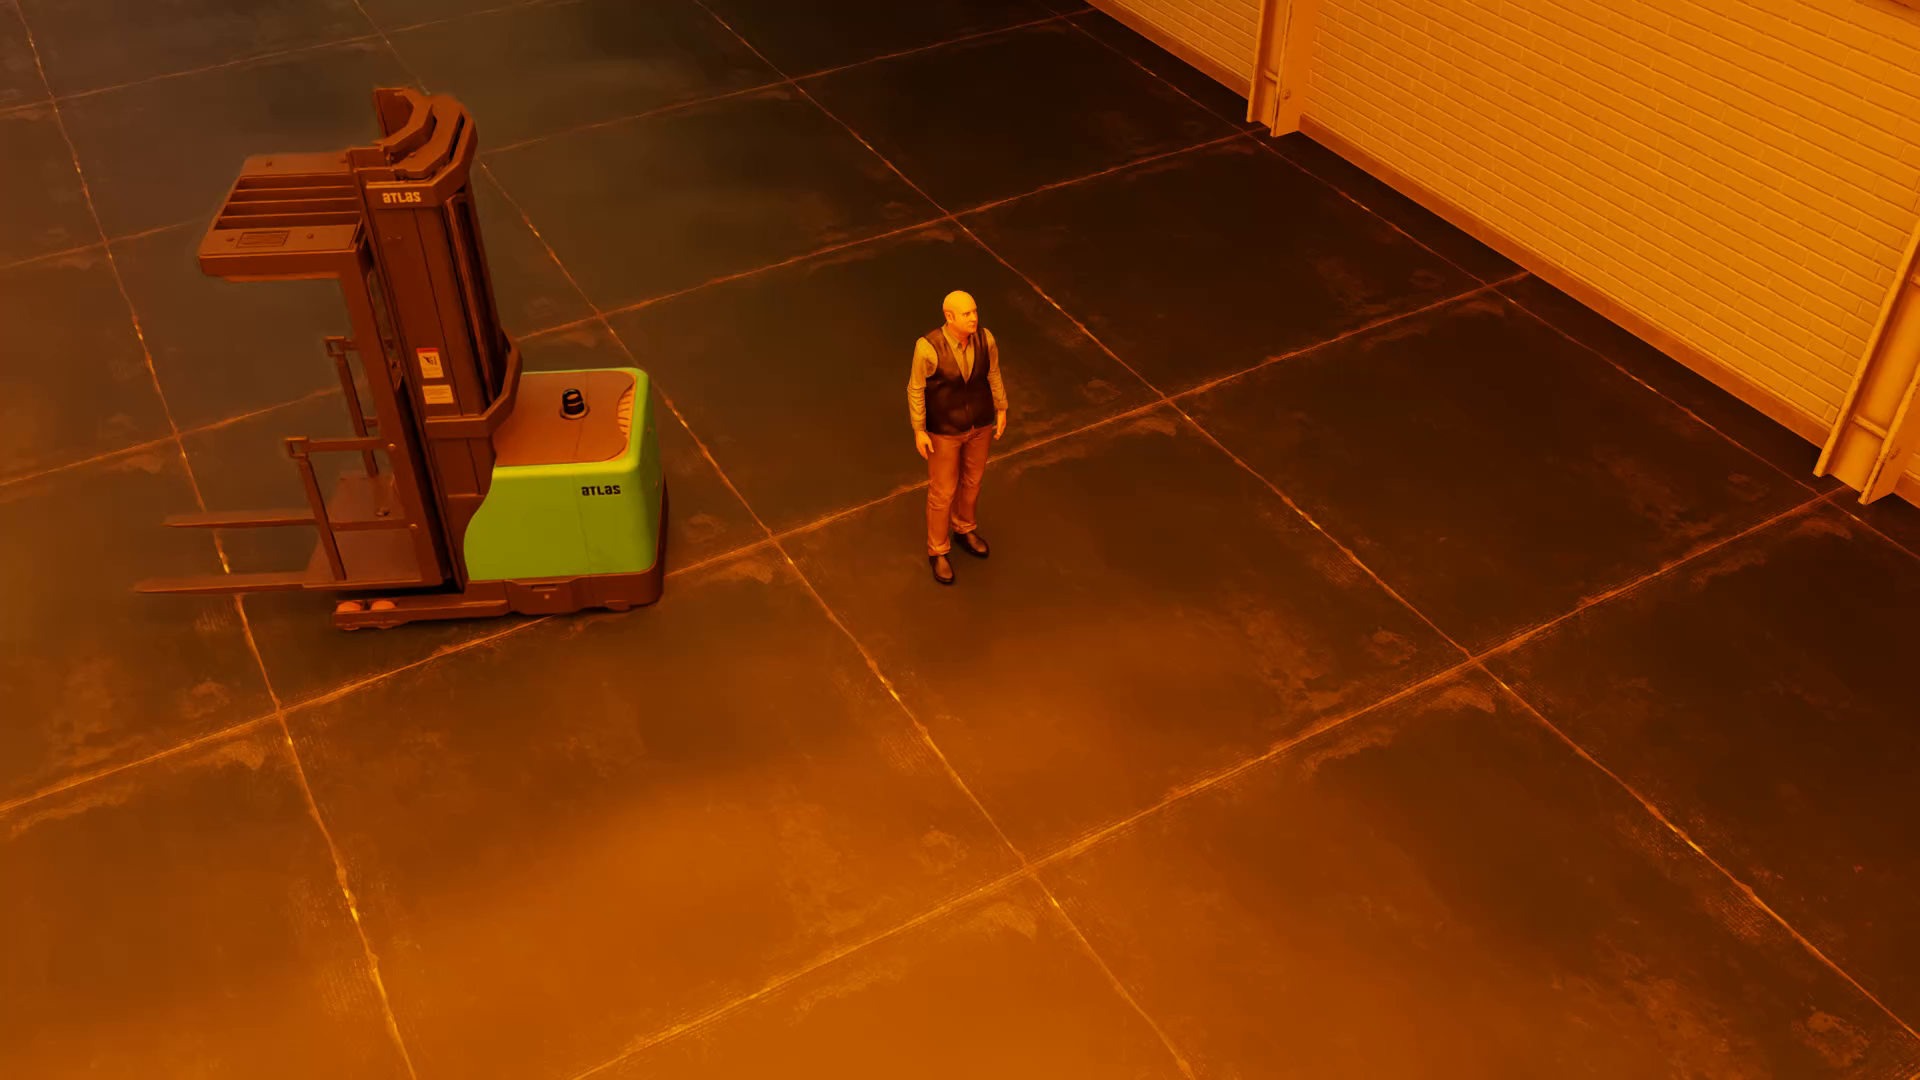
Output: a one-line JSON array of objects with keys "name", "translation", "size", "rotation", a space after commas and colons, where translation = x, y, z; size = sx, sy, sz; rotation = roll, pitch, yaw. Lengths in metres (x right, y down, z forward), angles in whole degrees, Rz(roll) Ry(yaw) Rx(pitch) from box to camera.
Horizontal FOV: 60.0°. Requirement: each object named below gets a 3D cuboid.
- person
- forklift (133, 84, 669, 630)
[{"name": "person", "translation": [0.025, -0.631, 9.733], "size": [0.633, 1.722, 0.566], "rotation": [-20, 44, -23]}, {"name": "forklift", "translation": [-3.312, -0.955, 9.188], "size": [3.031, 2.935, 1.130], "rotation": [-3, 40, -4]}]
